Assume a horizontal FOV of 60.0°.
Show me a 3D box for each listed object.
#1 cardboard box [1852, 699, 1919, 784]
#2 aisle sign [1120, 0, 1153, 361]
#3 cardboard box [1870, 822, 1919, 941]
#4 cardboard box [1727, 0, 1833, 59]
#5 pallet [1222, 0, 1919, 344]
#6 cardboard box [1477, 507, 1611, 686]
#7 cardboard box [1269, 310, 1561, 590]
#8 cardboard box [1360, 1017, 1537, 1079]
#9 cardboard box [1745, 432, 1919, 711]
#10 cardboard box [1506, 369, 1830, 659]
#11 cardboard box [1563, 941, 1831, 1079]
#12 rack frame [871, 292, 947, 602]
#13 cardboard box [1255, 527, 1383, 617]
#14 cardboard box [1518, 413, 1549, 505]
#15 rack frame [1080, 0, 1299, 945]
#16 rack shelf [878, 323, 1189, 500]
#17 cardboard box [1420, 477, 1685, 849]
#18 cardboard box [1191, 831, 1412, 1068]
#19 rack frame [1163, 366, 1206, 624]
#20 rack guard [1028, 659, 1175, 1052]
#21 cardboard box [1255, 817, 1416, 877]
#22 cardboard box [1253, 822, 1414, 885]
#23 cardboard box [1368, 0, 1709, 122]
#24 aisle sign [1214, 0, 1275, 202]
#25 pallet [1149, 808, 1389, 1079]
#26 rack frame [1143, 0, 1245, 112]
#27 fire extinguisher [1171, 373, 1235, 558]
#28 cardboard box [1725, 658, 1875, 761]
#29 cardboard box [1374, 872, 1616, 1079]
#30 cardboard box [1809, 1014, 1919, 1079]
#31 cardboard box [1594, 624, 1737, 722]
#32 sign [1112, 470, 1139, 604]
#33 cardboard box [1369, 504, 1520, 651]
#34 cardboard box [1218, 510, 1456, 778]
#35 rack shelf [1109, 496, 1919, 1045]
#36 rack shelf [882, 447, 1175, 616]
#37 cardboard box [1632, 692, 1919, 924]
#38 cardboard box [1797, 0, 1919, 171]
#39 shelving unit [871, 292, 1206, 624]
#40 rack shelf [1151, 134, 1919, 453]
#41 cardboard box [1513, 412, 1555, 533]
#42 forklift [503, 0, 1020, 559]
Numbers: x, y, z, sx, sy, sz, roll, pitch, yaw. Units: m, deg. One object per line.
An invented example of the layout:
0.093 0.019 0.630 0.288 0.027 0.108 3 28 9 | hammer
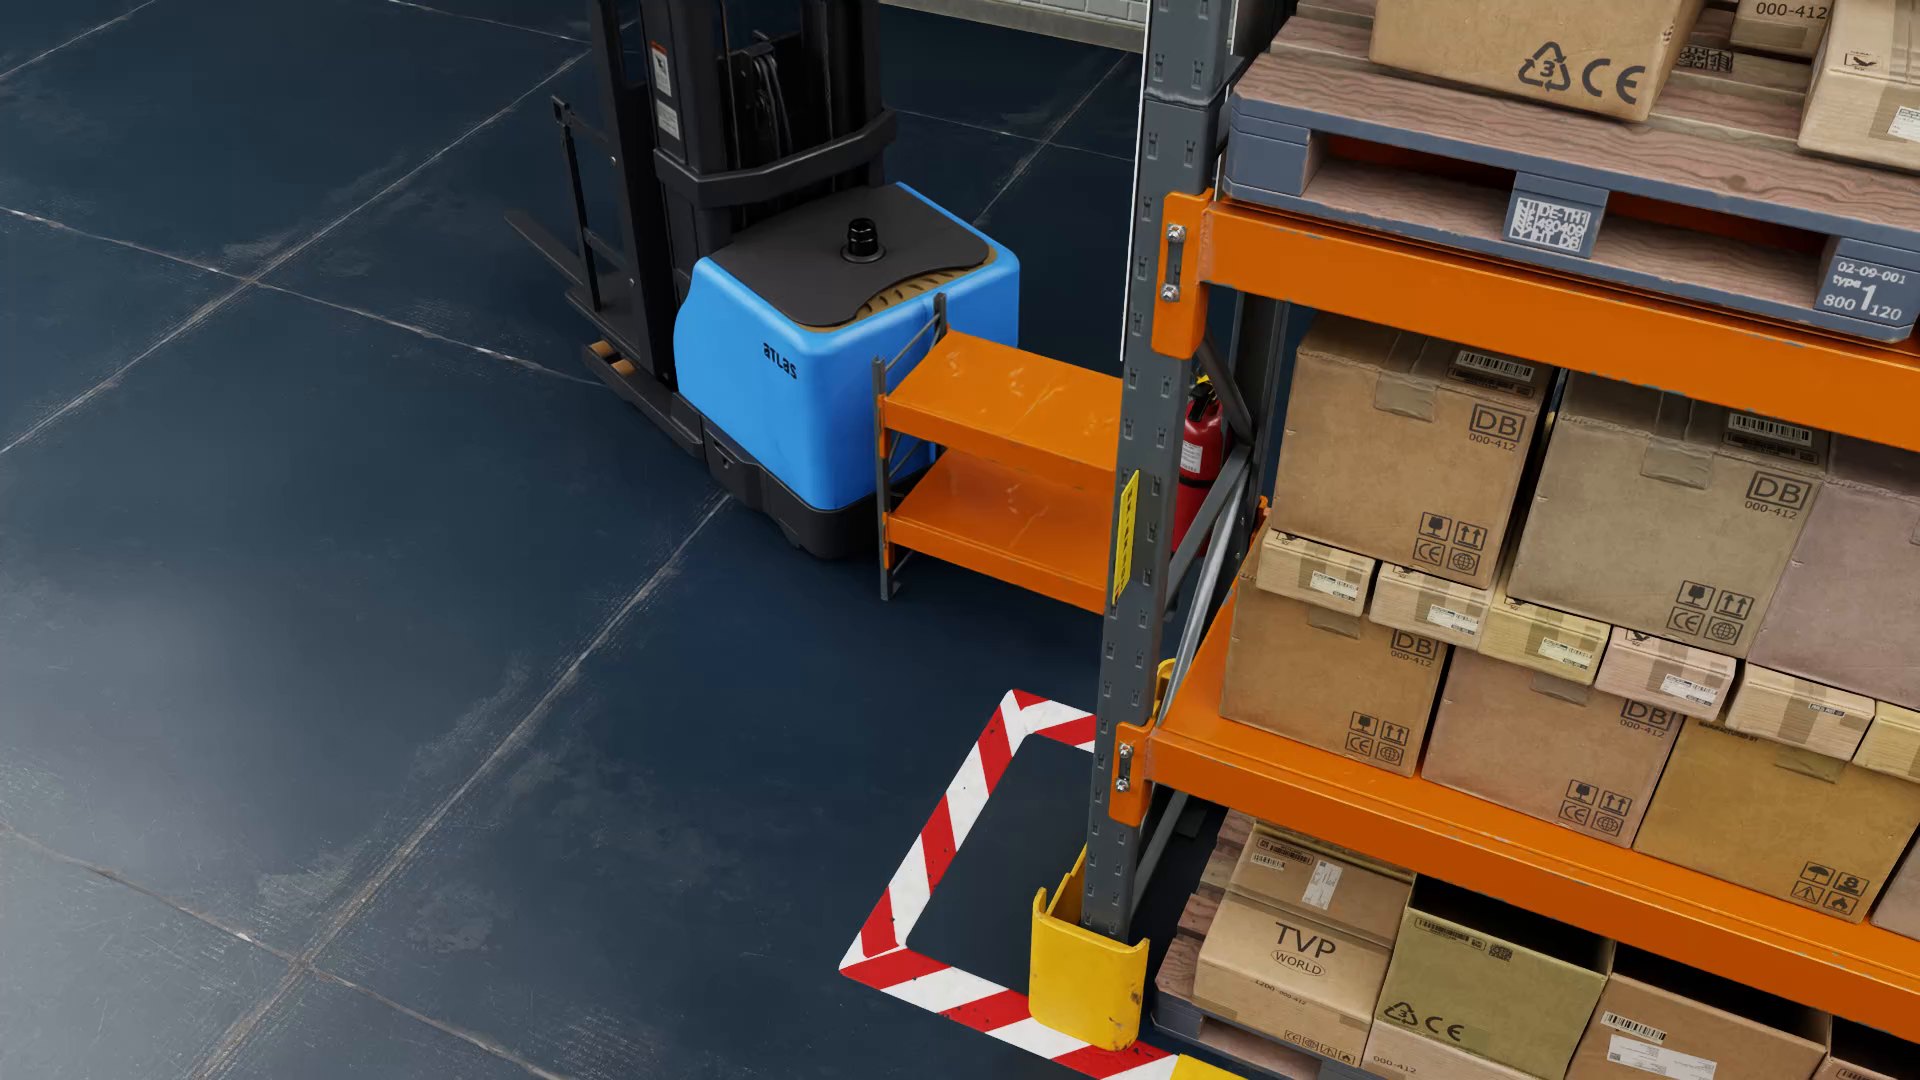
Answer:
2.045 0.335 3.502 0.250 0.149 0.380 16 44 18 | cardboard box
0.424 -0.793 3.390 0.004 0.787 0.394 17 44 19 | aisle sign
2.434 0.552 3.747 0.500 0.500 0.700 18 44 20 | cardboard box
1.768 -1.100 3.126 0.500 0.250 0.500 17 44 19 | cardboard box
1.242 -0.863 3.233 1.213 0.211 1.003 17 44 19 | pallet
1.343 0.121 3.749 0.250 0.149 0.380 17 44 19 | cardboard box
1.078 -0.351 3.798 0.500 0.500 0.700 17 44 19 | cardboard box
1.459 1.323 4.712 0.500 0.250 0.500 17 44 19 | cardboard box
2.014 -0.069 3.473 0.500 0.500 0.700 17 44 19 | cardboard box
1.557 -0.208 3.633 0.500 0.500 0.700 16 43 18 | cardboard box
1.917 1.171 4.315 0.500 0.500 0.500 17 44 19 | cardboard box
-0.178 -0.334 6.276 0.032 1.125 0.500 19 44 20 | rack frame
0.877 -0.021 3.912 0.250 0.149 0.380 17 44 18 | cardboard box
1.277 -0.193 4.111 0.250 0.149 0.380 18 44 20 | cardboard box
0.613 0.026 4.430 0.127 3.000 1.000 17 44 19 | rack frame
0.273 -0.402 5.908 1.000 0.278 0.538 19 44 20 | rack shelf
1.508 0.267 4.075 0.500 0.500 0.700 18 44 20 | cardboard box
1.005 1.187 4.870 0.500 0.250 0.500 17 44 19 | cardboard box
0.724 -0.027 5.922 0.032 1.125 0.500 19 44 20 | rack frame
0.591 0.964 5.257 0.348 0.500 1.175 17 44 19 | rack guard
1.224 0.595 4.980 0.500 0.500 0.500 17 44 19 | cardboard box
1.223 0.879 5.224 0.500 0.250 0.500 17 44 19 | cardboard box
1.132 -1.197 3.044 0.637 0.503 0.797 20 45 22 | cardboard box
0.677 -1.149 3.801 0.004 0.787 0.394 17 44 19 | aisle sign
1.323 1.266 5.128 1.213 0.211 1.003 17 44 19 | pallet
0.613 -2.241 2.465 0.127 3.000 1.000 17 44 19 | rack frame
0.702 -0.254 4.811 0.183 0.674 0.296 17 44 19 | fire extinguisher
1.813 0.264 3.583 0.250 0.149 0.380 16 43 17 | cardboard box
1.458 1.041 4.465 0.500 0.500 0.500 17 44 19 | cardboard box
2.363 1.320 4.143 0.500 0.500 0.500 17 44 19 | cardboard box
1.571 0.192 3.667 0.250 0.149 0.380 16 44 18 | cardboard box
0.372 -0.004 3.743 0.005 0.325 0.100 17 44 19 | sign
1.118 0.051 3.830 0.250 0.149 0.380 16 43 18 | cardboard box
1.030 0.125 4.239 0.500 0.500 0.700 17 44 19 | cardboard box
2.425 0.851 4.027 4.000 0.370 1.077 17 44 19 | rack shelf
0.273 0.004 6.259 1.000 0.278 0.538 19 44 20 | rack shelf
1.956 0.408 3.912 0.500 0.500 0.700 17 44 19 | cardboard box
1.604 -0.794 2.850 0.250 0.149 0.380 17 44 19 | cardboard box
0.273 -0.180 6.099 1.048 1.125 0.538 19 44 20 | shelving unit
2.425 -0.282 3.044 4.000 0.370 1.077 17 44 19 | rack shelf
1.509 -0.122 4.029 0.250 0.149 0.380 16 44 18 | cardboard box
-1.069 -1.936 6.745 1.130 2.935 3.031 -28 48 -28 | forklift
